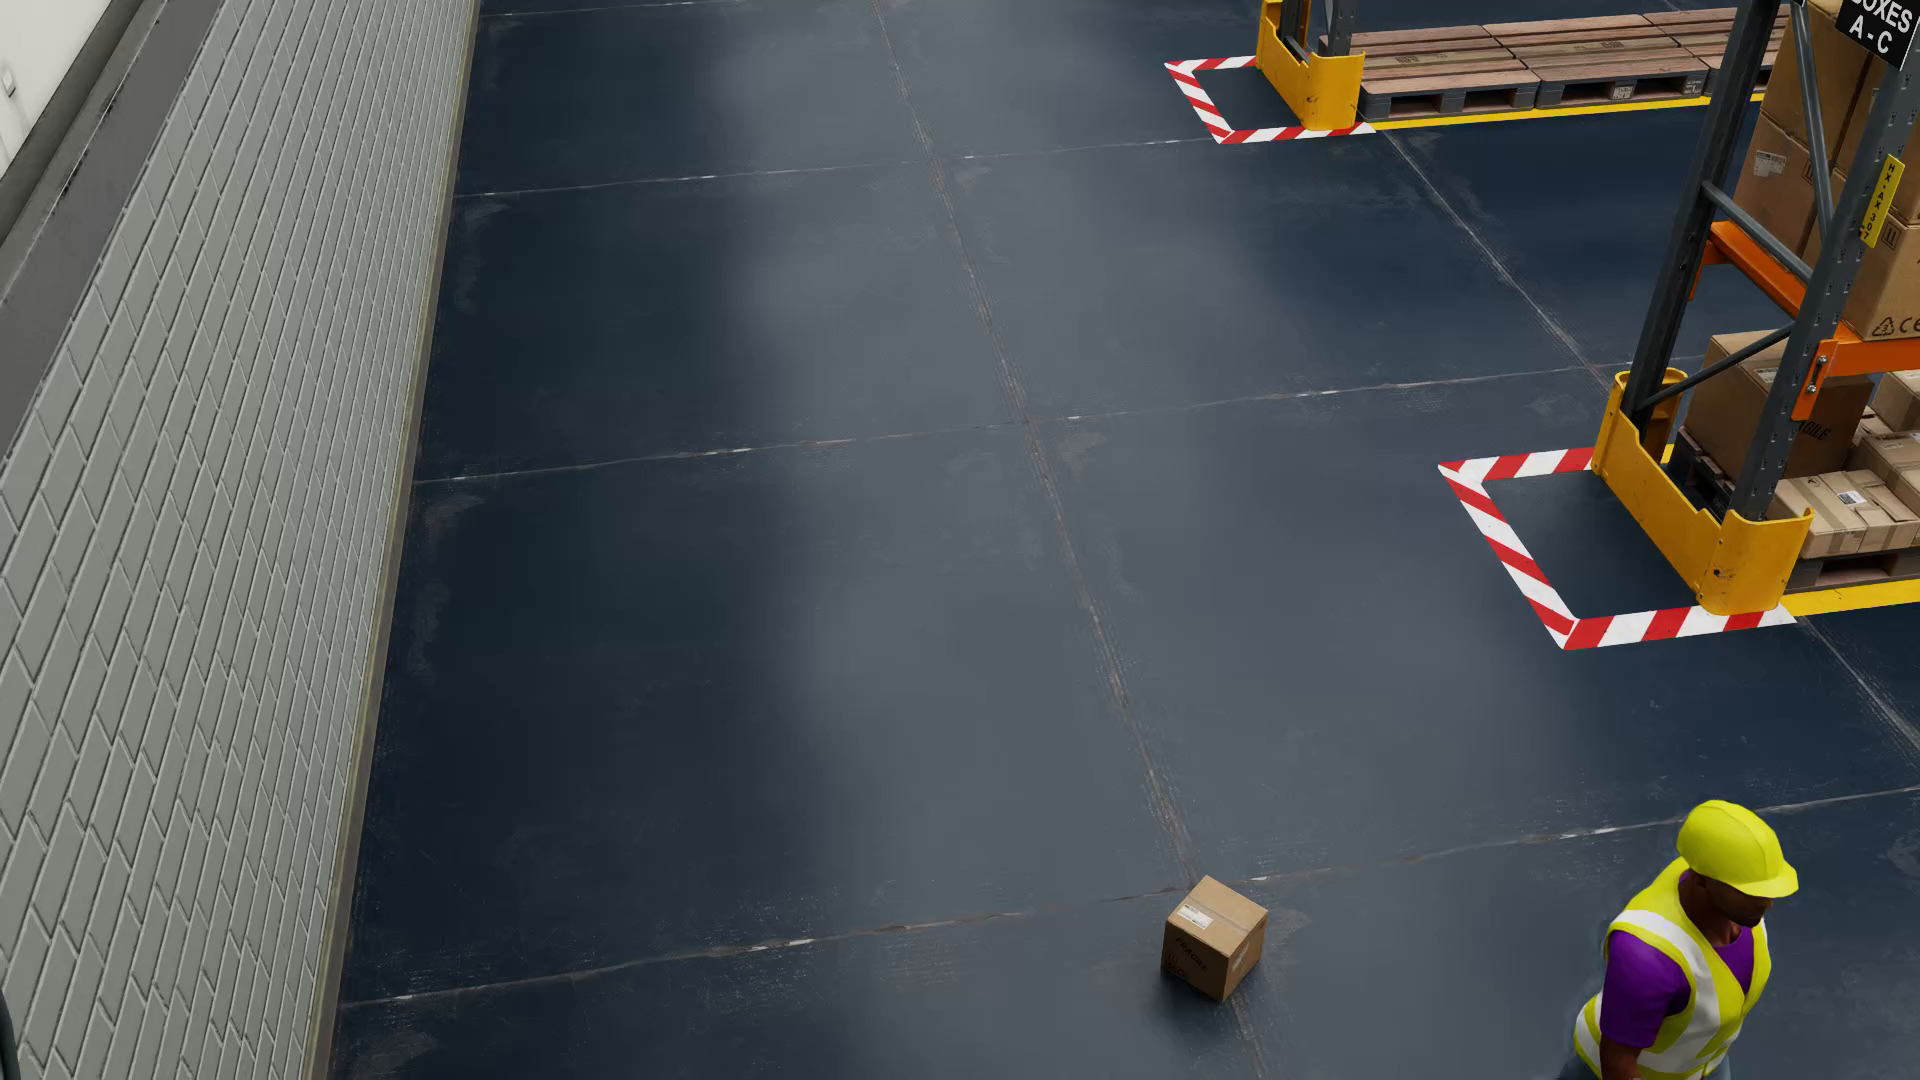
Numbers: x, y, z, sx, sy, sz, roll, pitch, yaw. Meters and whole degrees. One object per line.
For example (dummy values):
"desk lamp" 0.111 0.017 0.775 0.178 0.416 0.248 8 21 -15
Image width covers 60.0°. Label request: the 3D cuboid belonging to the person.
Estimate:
"person" 1.885 1.395 4.350 0.626 1.737 0.918 -23 44 -27
